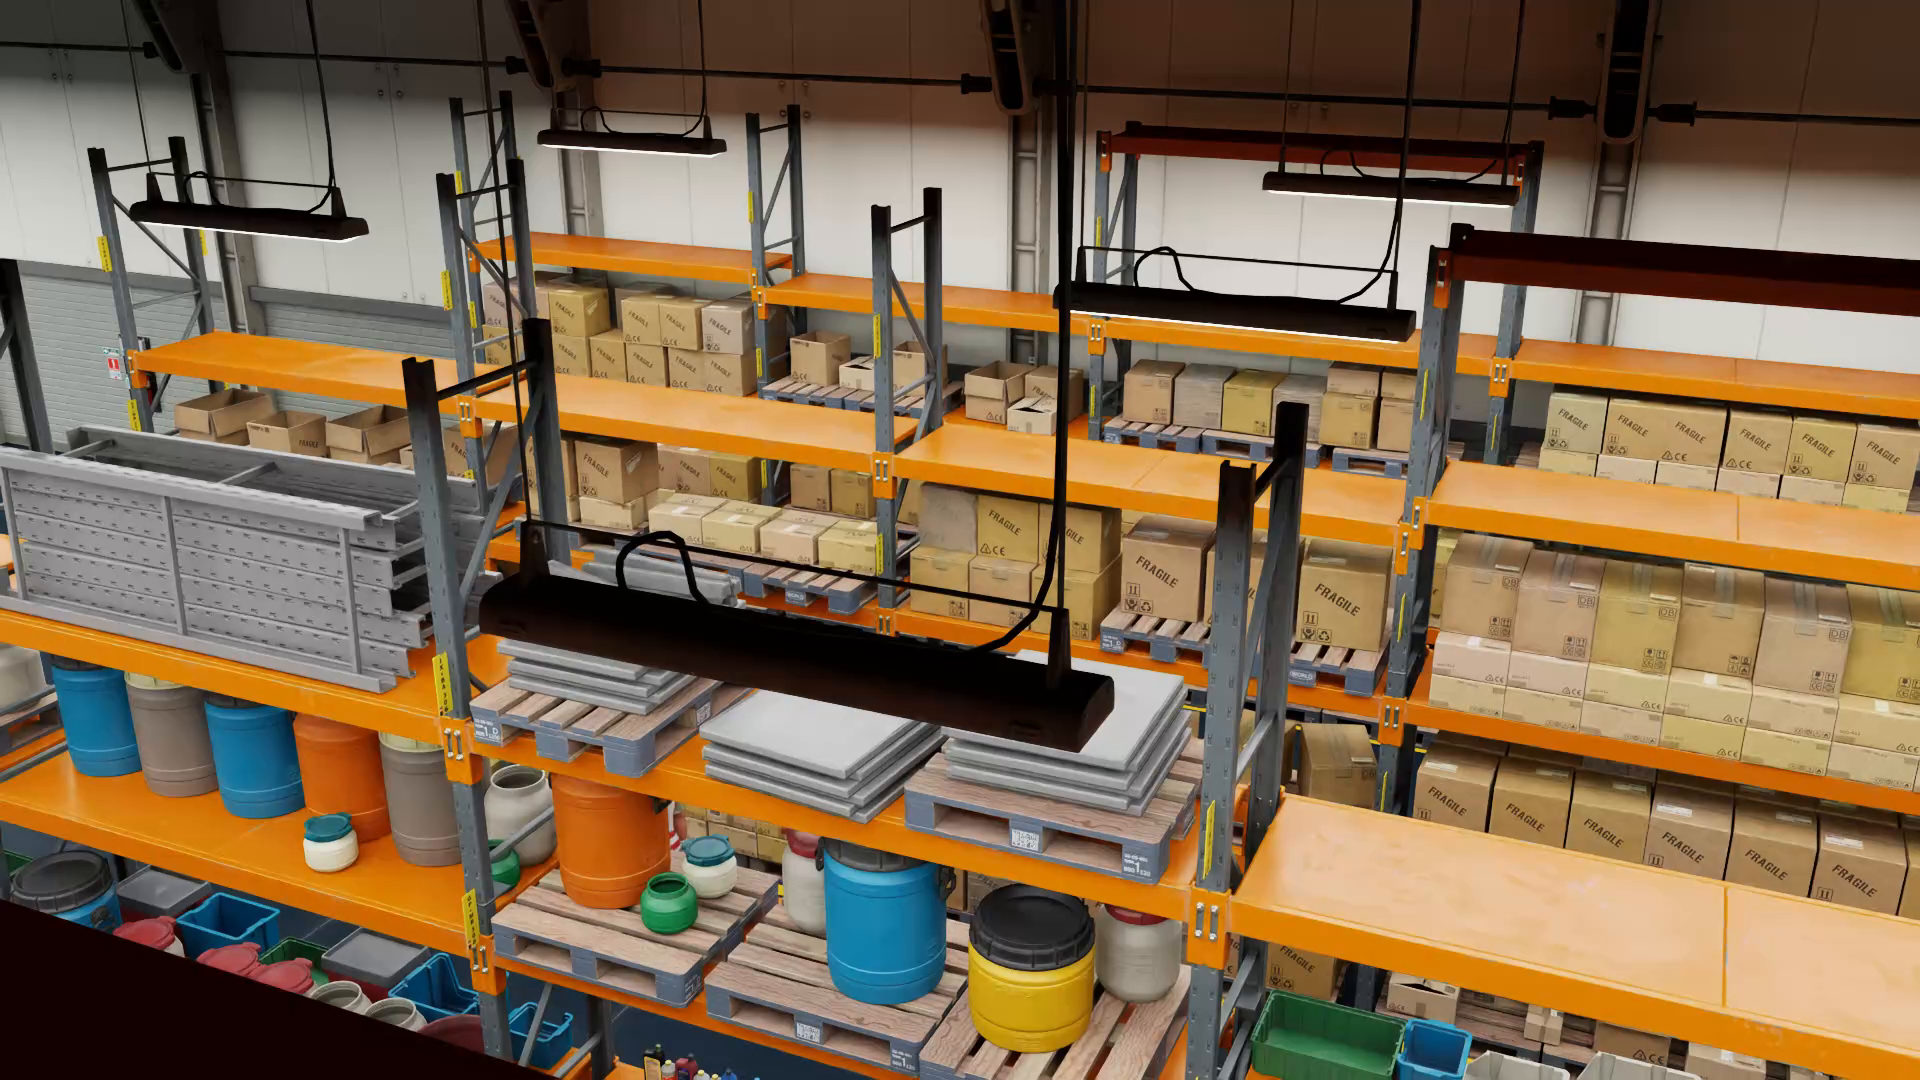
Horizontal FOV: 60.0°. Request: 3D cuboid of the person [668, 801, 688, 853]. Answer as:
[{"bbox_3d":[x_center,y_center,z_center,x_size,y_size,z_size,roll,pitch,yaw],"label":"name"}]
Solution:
[{"bbox_3d":[-2.504,2.553,13.400,0.746,1.829,0.551,9,22,22],"label":"person"}]
